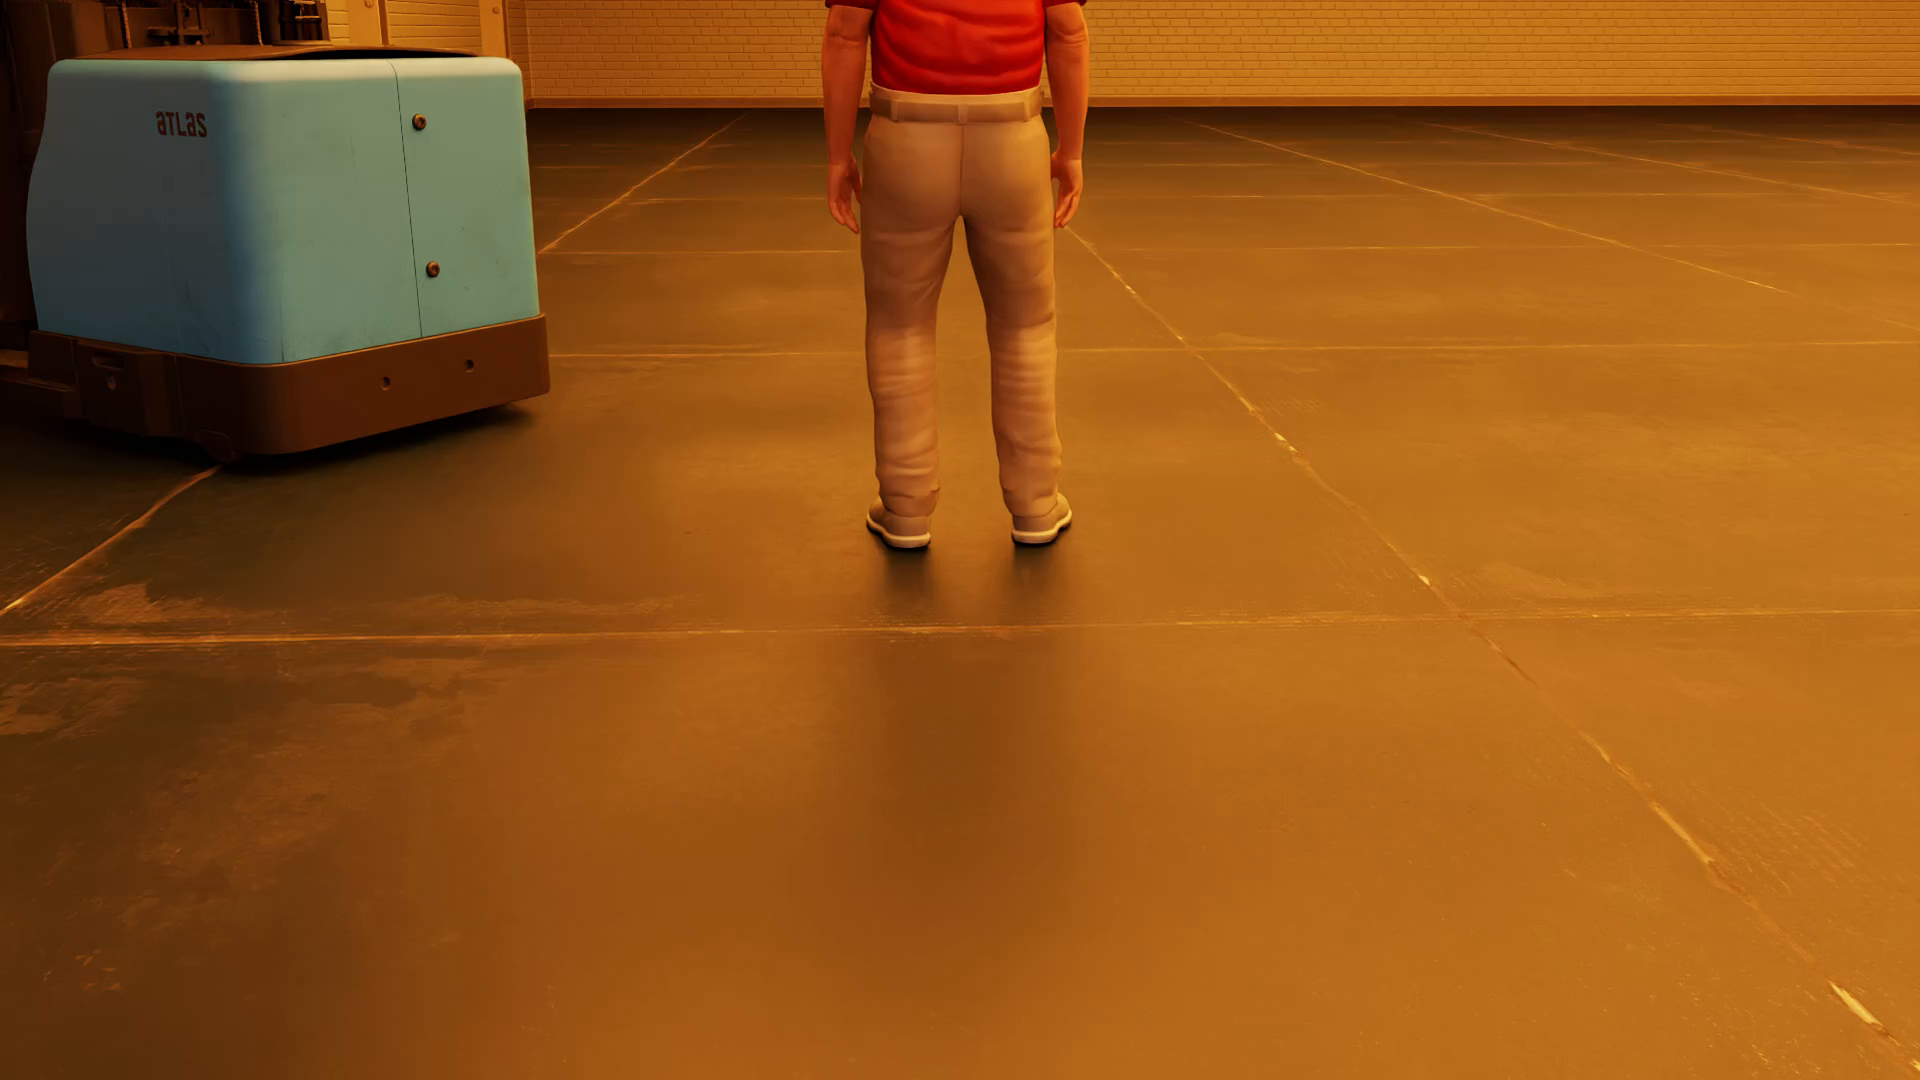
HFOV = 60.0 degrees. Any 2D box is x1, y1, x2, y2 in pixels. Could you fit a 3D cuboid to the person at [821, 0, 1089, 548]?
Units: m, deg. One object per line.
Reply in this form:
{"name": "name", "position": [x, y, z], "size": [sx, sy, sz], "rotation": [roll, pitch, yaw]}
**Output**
{"name": "person", "position": [-0.010, -0.837, 3.701], "size": [0.587, 1.726, 0.396], "rotation": [-1, 17, -5]}

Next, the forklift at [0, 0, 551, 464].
{"name": "forklift", "position": [-2.797, -1.914, 5.163], "size": [3.031, 2.935, 1.130], "rotation": [11, 20, 31]}
